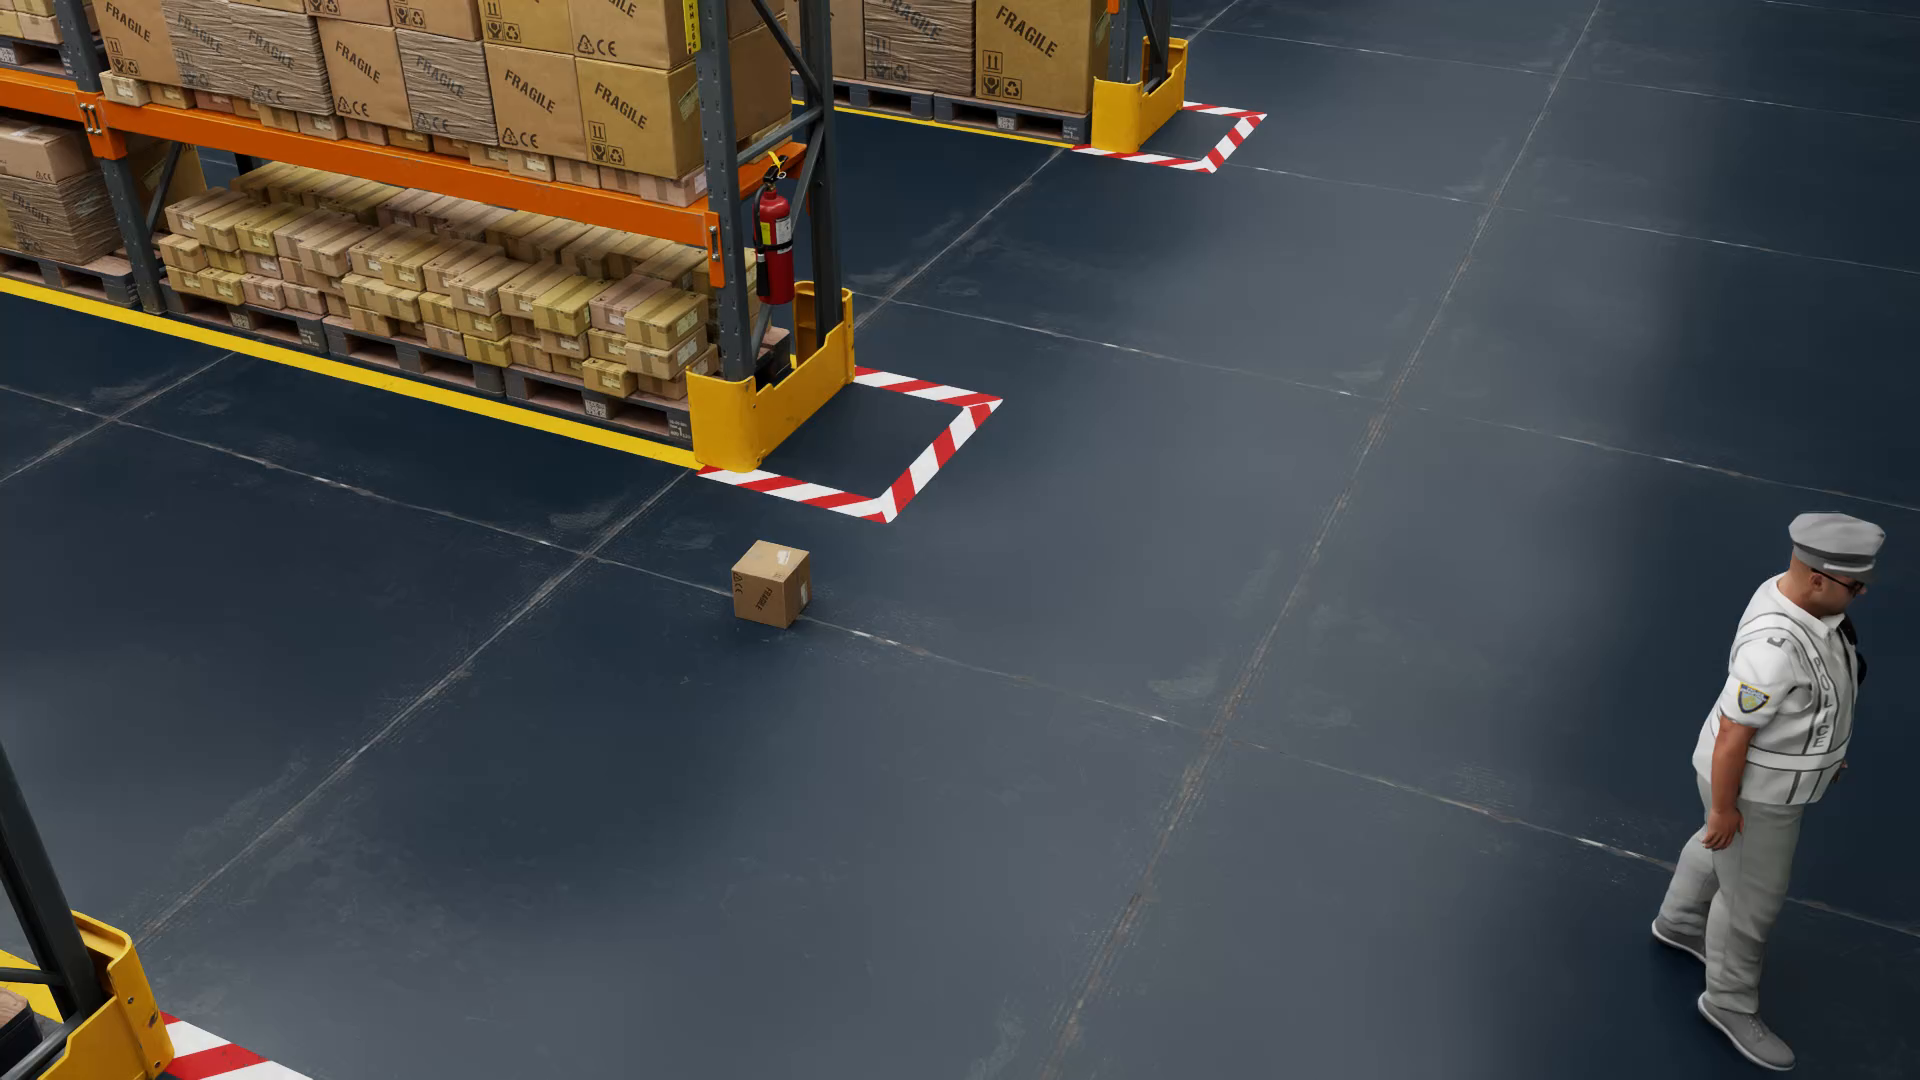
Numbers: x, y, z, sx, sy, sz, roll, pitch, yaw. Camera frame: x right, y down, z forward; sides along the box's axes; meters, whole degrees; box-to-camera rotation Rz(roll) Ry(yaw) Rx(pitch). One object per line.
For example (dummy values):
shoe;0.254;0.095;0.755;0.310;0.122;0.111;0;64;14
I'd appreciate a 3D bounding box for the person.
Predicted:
person;2.509;0.730;5.019;0.562;1.774;0.576;20;38;27
